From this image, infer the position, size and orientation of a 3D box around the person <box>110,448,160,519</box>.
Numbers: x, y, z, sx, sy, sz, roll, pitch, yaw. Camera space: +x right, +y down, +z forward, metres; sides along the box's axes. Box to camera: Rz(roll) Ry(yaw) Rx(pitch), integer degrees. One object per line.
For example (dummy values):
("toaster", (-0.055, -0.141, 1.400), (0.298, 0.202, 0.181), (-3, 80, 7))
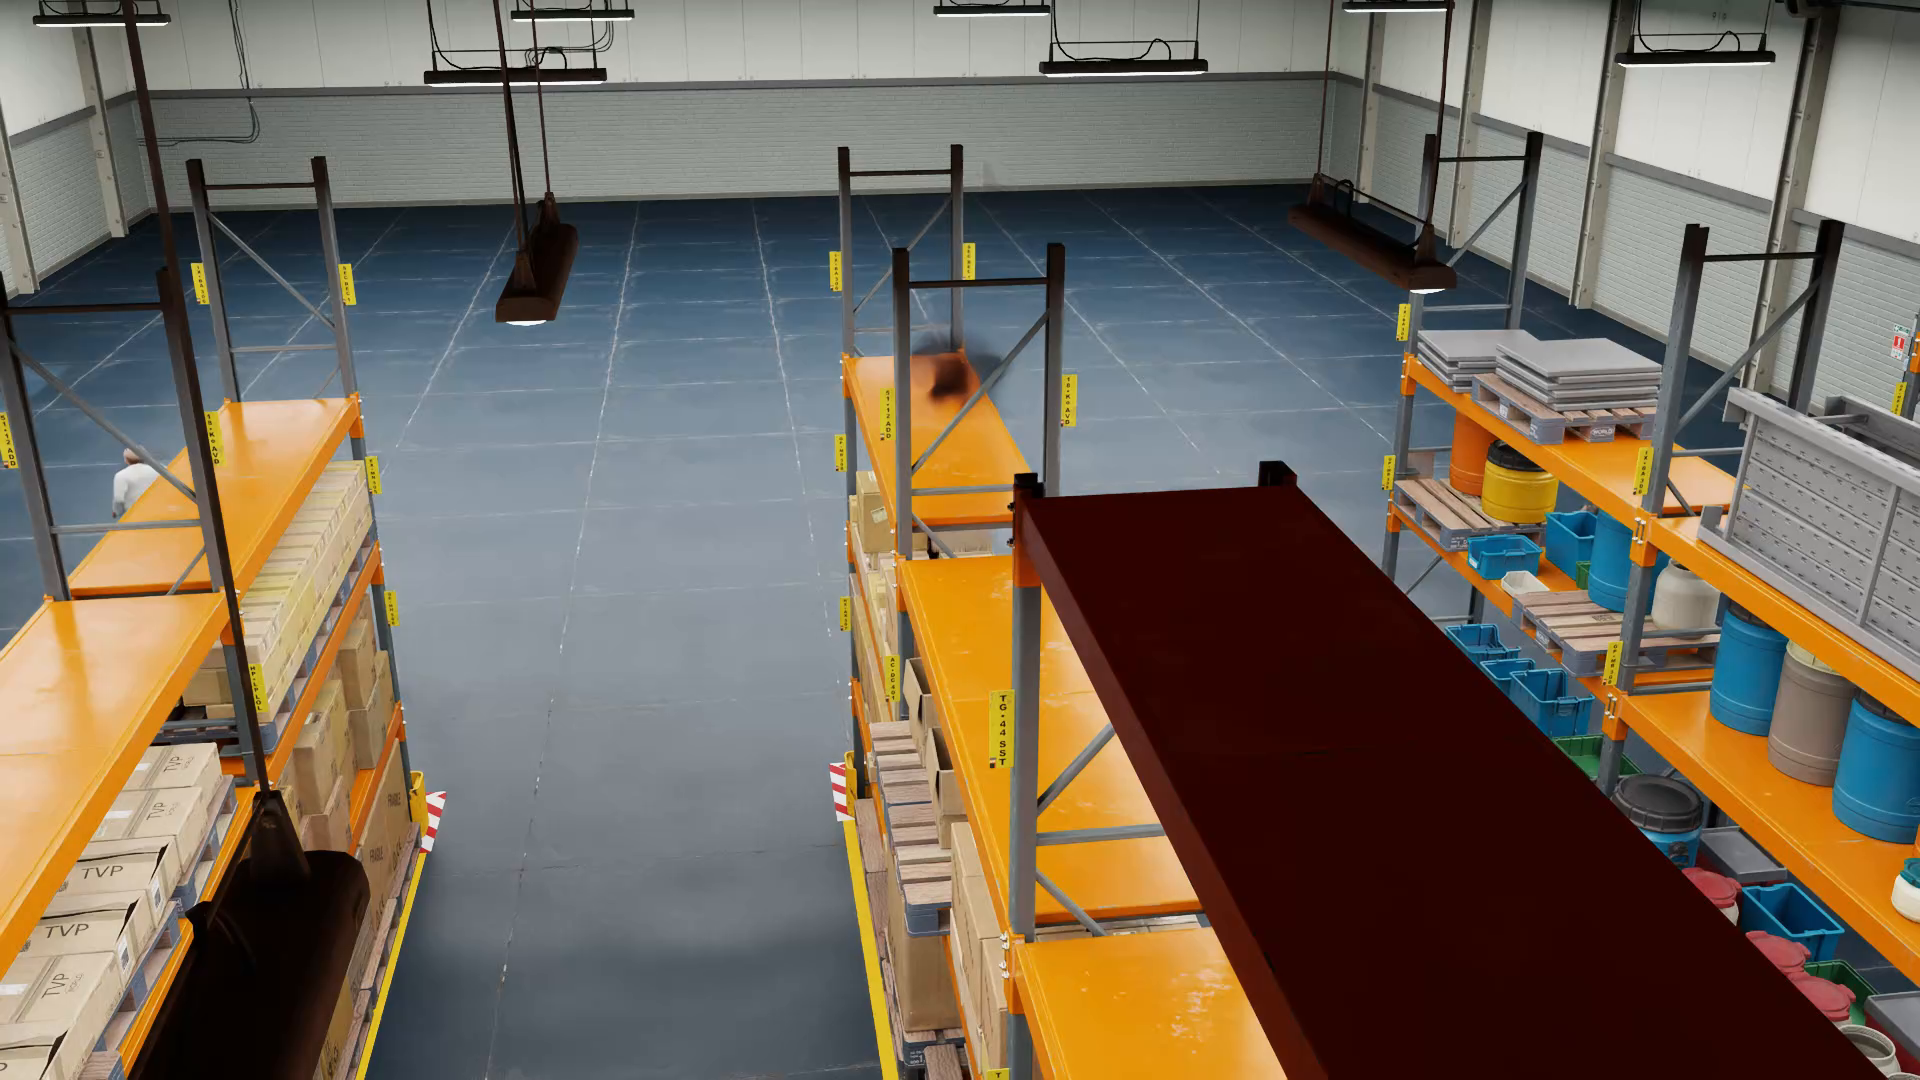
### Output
("person", (-9.836, -0.297, 20.070), (0.652, 1.739, 0.712), (16, 26, 34))

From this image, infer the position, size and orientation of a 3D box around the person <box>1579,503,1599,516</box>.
("person", (6.978, 0.377, 18.547), (0.693, 1.627, 0.602), (10, 24, 24))
